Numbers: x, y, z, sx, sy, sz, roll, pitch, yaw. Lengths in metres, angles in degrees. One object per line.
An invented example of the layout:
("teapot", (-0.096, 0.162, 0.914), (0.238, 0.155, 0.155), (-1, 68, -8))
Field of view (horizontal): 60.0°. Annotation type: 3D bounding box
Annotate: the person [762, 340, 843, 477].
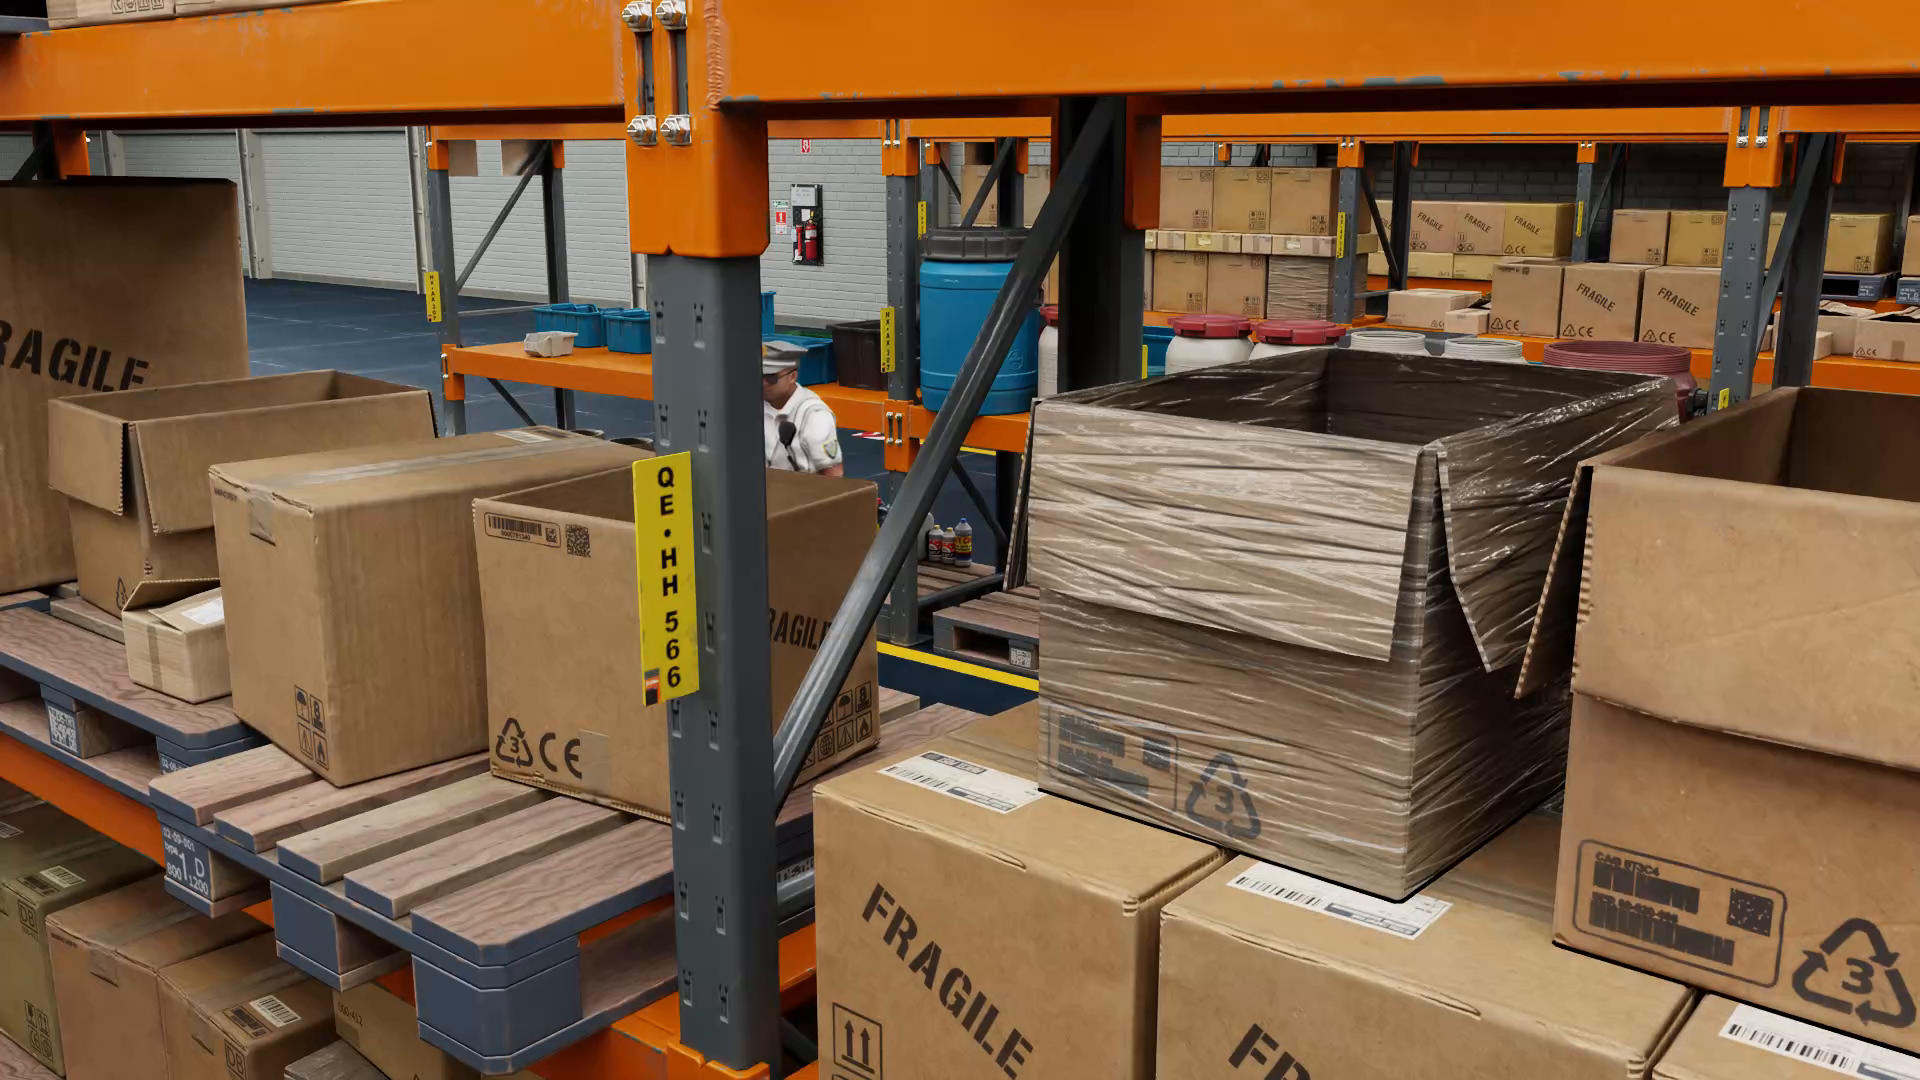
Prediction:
("person", (-0.798, -0.064, 7.739), (0.602, 1.750, 0.434), (10, 16, 36))
